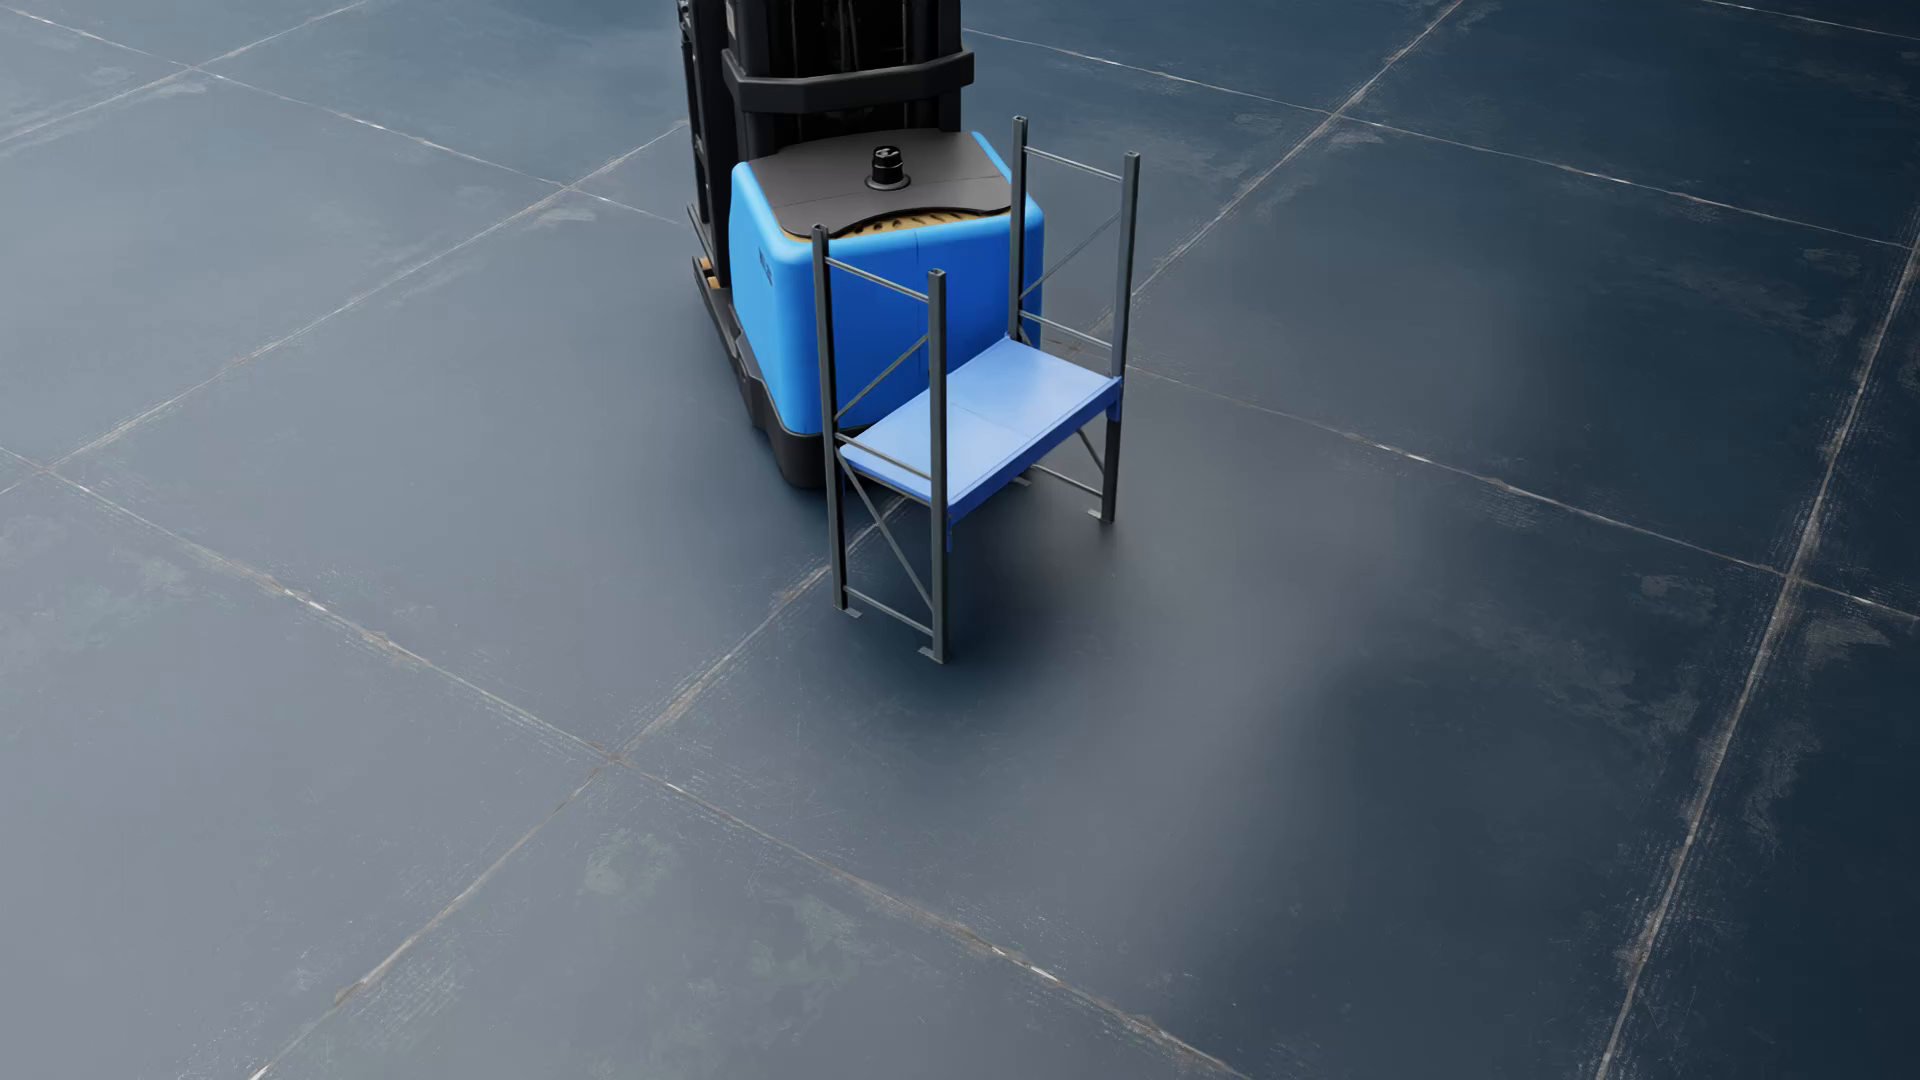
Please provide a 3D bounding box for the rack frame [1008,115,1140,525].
[{"bbox_3d":[0.384,-0.753,5.998,0.500,1.500,0.032,26,44,29],"label":"rack frame"}]

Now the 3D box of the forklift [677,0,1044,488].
[{"bbox_3d":[-0.605,-2.264,6.786,1.130,2.935,3.031,-11,39,-14],"label":"forklift"}]

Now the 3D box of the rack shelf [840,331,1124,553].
[{"bbox_3d":[0.069,-0.367,5.792,0.538,0.185,1.000,26,44,29],"label":"rack shelf"}]

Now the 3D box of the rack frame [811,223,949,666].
[{"bbox_3d":[-0.245,-0.265,5.366,0.500,1.500,0.032,26,44,29],"label":"rack frame"}]

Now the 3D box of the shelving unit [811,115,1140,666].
[{"bbox_3d":[0.069,-0.509,5.682,0.538,1.500,1.048,26,44,29],"label":"shelving unit"}]
